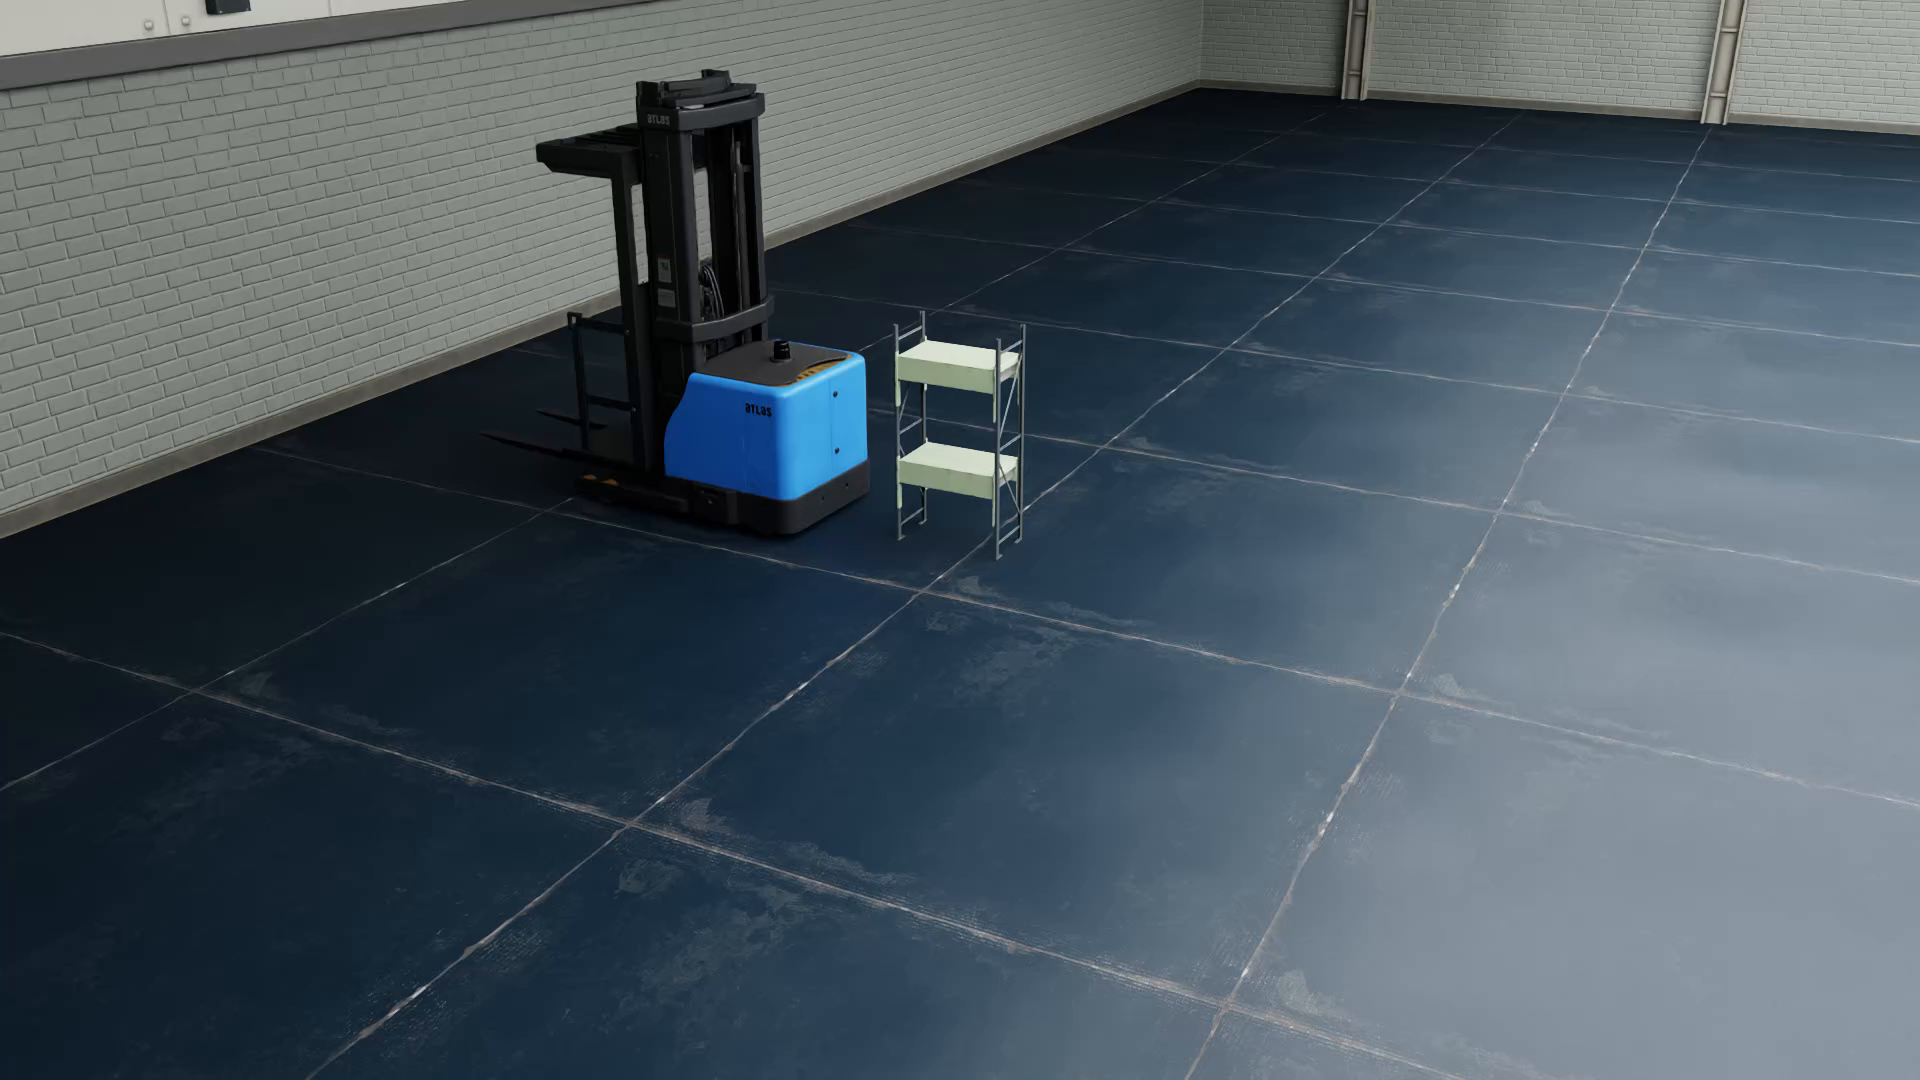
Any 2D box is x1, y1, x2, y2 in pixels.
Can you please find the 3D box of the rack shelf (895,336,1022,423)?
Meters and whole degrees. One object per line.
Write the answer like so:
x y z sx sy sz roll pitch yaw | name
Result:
-0.006 -1.050 10.807 0.720 0.370 0.431 11 25 25 | rack shelf

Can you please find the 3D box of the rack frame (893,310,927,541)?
-0.333 -0.756 11.111 0.023 1.500 0.400 11 25 25 | rack frame

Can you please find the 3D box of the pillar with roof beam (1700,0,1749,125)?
10.505 -9.530 22.161 0.400 9.000 9.100 11 25 25 | pillar with roof beam

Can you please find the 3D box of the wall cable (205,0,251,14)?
-4.855 -6.951 11.752 0.169 6.003 2.305 11 25 25 | wall cable

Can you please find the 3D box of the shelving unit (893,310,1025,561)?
-0.006 -0.691 10.959 0.755 1.500 0.431 11 25 25 | shelving unit

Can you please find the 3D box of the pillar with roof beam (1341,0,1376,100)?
5.150 -10.590 24.652 0.400 9.000 9.100 11 25 25 | pillar with roof beam

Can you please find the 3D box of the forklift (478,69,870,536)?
-2.179 -1.778 11.686 3.031 2.935 1.130 13 26 27 | forklift

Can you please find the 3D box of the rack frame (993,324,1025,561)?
0.321 -0.627 10.807 0.023 1.500 0.400 11 25 25 | rack frame

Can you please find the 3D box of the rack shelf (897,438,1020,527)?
-0.006 -0.391 11.087 0.720 0.370 0.431 11 25 25 | rack shelf
